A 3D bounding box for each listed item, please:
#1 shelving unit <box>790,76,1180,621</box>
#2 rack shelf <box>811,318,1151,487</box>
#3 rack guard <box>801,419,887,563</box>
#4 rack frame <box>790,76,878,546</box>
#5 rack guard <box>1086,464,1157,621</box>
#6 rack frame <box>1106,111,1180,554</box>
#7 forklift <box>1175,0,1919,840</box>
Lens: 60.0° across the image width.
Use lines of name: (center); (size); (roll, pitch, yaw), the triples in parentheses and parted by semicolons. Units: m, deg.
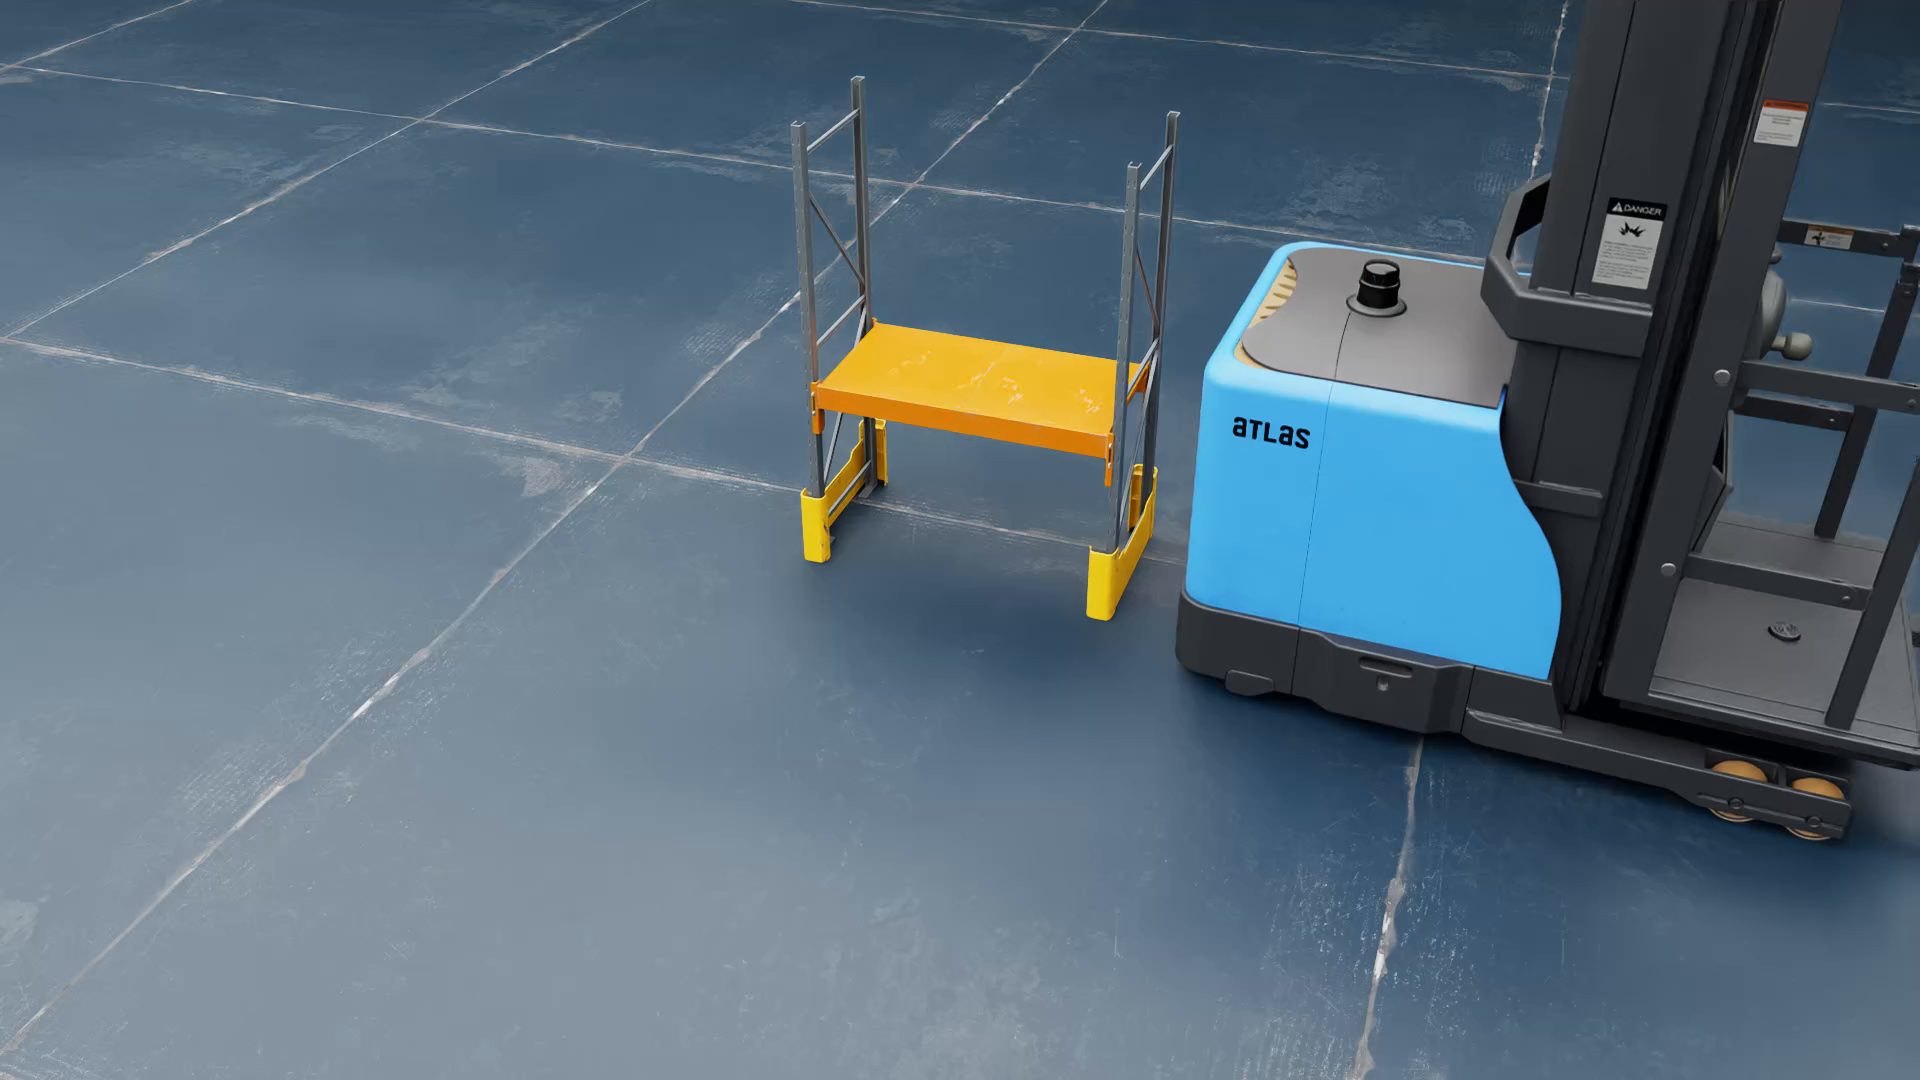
shelving unit: (0.072, -0.616, 5.322); (1.083, 1.500, 0.587); (11, 34, 16)
rack shelf: (0.080, -0.463, 5.417); (1.000, 0.185, 0.538); (11, 34, 16)
rack guard: (-0.397, -0.182, 5.802); (0.087, 0.250, 0.587); (11, 34, 16)
rack frame: (-0.398, -0.707, 5.463); (0.032, 1.500, 0.500); (11, 34, 16)
rack guard: (0.541, 0.000, 5.519); (0.087, 0.250, 0.587); (11, 34, 16)
rack frame: (0.559, -0.521, 5.175); (0.032, 1.500, 0.500); (11, 34, 16)
forklift: (2.226, -0.749, 4.207); (3.031, 2.935, 1.130); (12, 35, 18)
